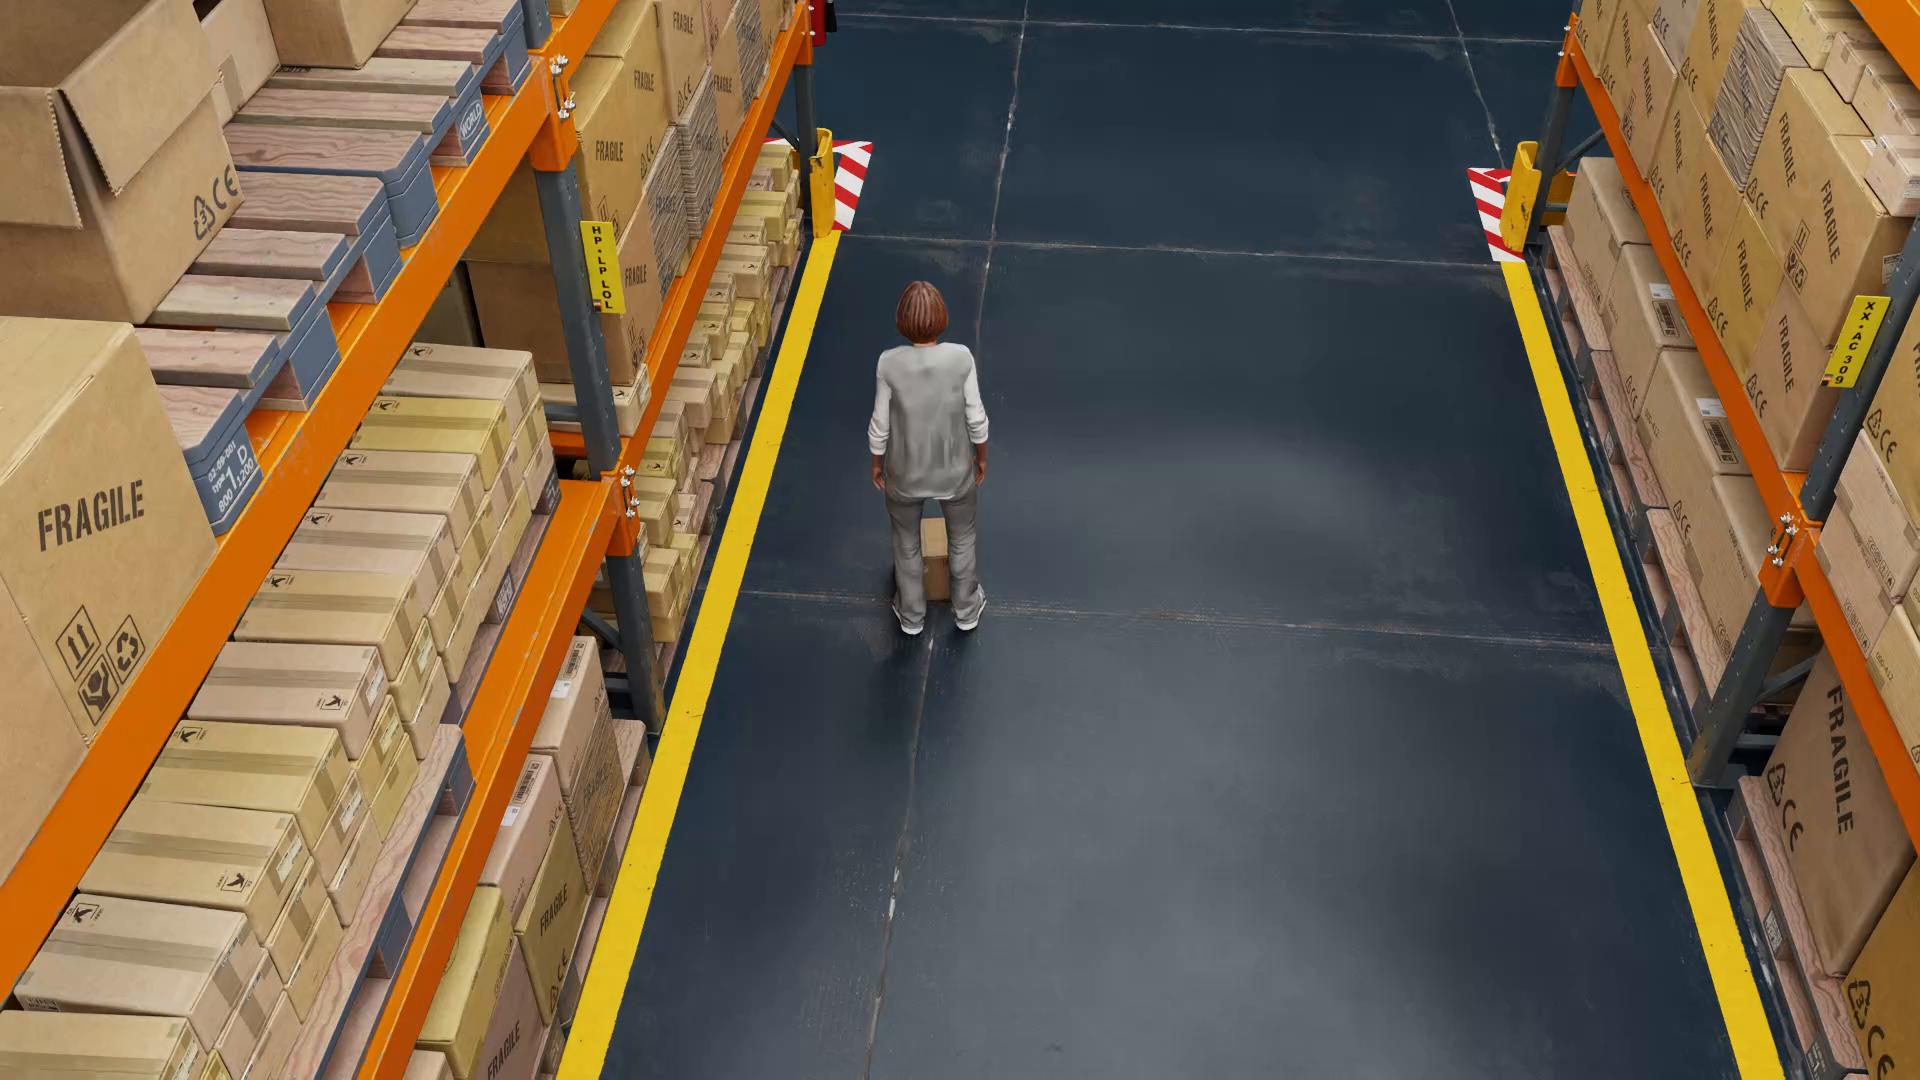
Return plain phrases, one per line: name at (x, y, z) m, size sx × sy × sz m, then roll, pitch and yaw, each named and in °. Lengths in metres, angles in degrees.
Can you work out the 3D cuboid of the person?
person at (-0.118, -0.275, 6.486) m, size 0.468 × 1.593 × 0.349 m, roll -3°, pitch 41°, yaw -3°
